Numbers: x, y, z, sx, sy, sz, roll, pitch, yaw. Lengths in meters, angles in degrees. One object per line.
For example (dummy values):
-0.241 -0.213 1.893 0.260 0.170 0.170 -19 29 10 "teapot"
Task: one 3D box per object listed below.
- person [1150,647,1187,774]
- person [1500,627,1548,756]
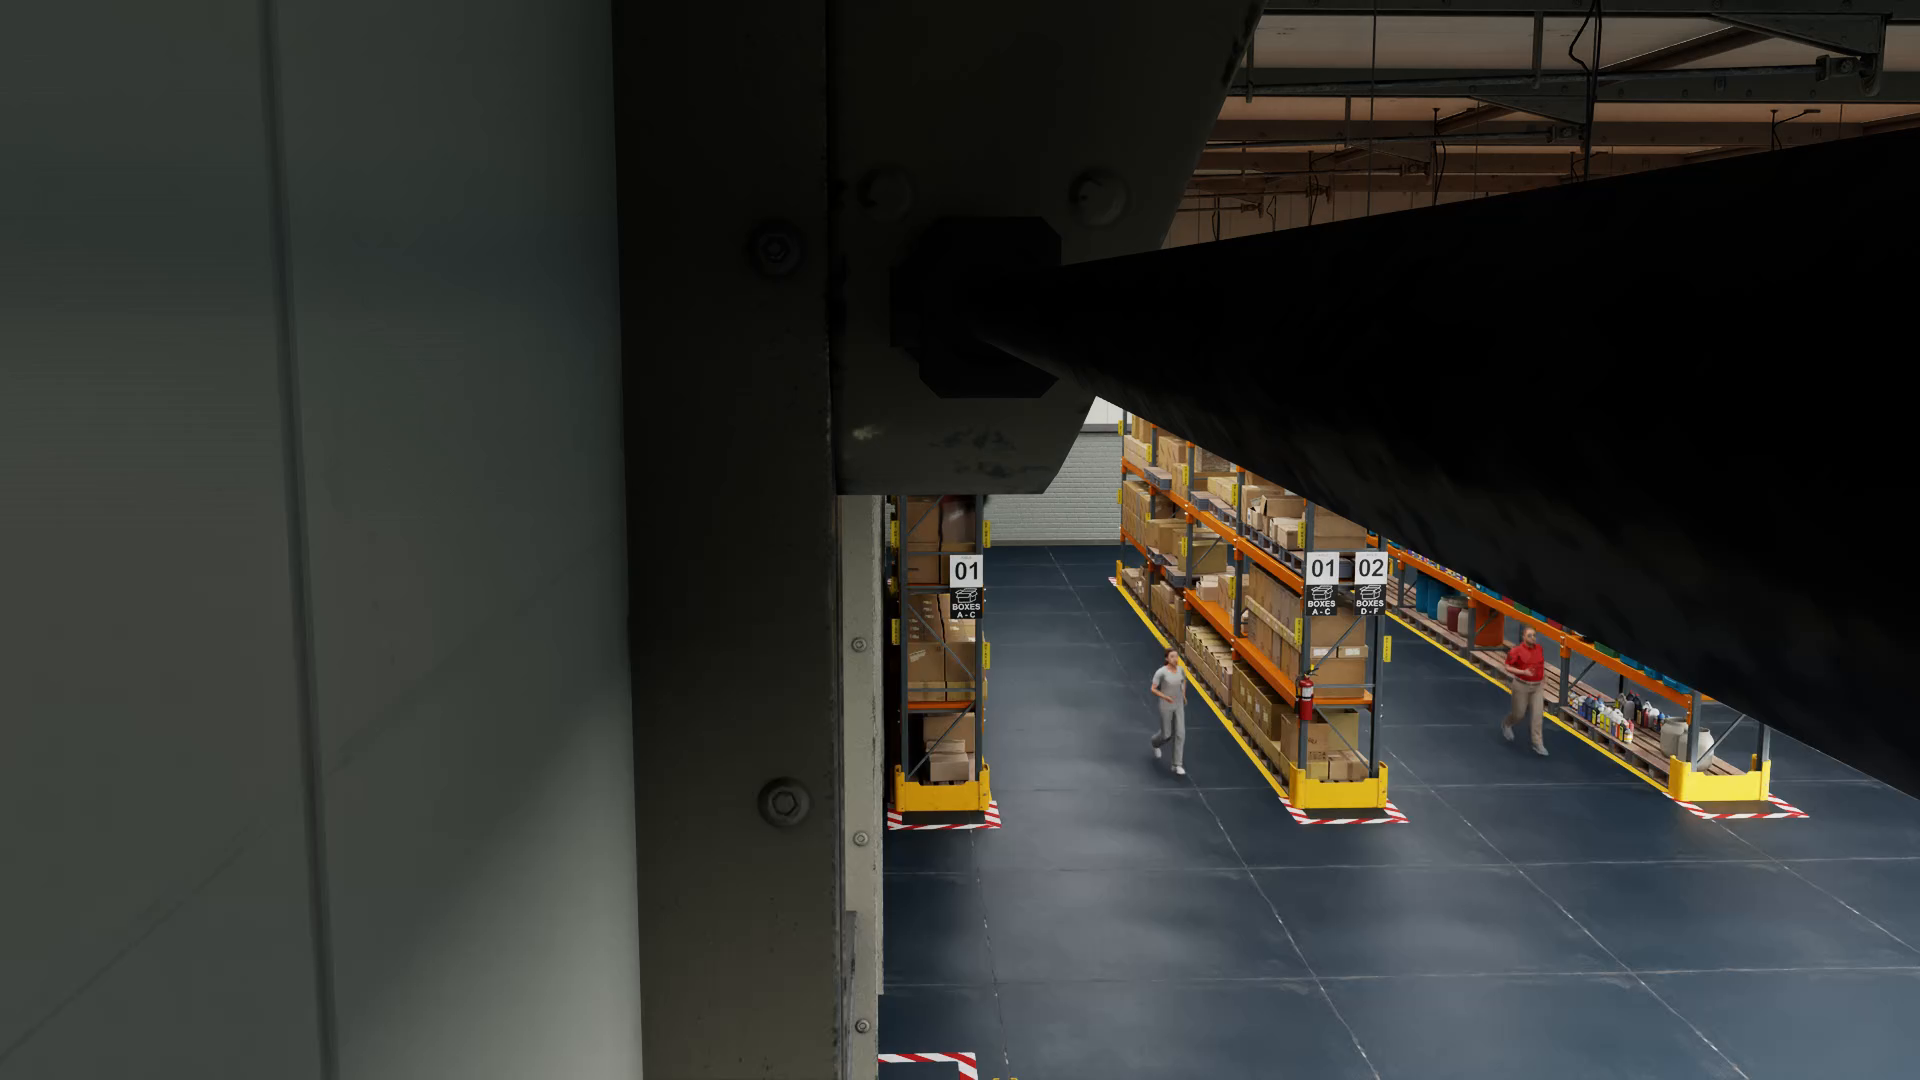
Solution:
2.813 2.237 22.187 0.578 1.643 0.869 -3 9 -18 "person"
7.884 2.055 23.093 0.665 1.697 1.010 -2 9 -11 "person"
